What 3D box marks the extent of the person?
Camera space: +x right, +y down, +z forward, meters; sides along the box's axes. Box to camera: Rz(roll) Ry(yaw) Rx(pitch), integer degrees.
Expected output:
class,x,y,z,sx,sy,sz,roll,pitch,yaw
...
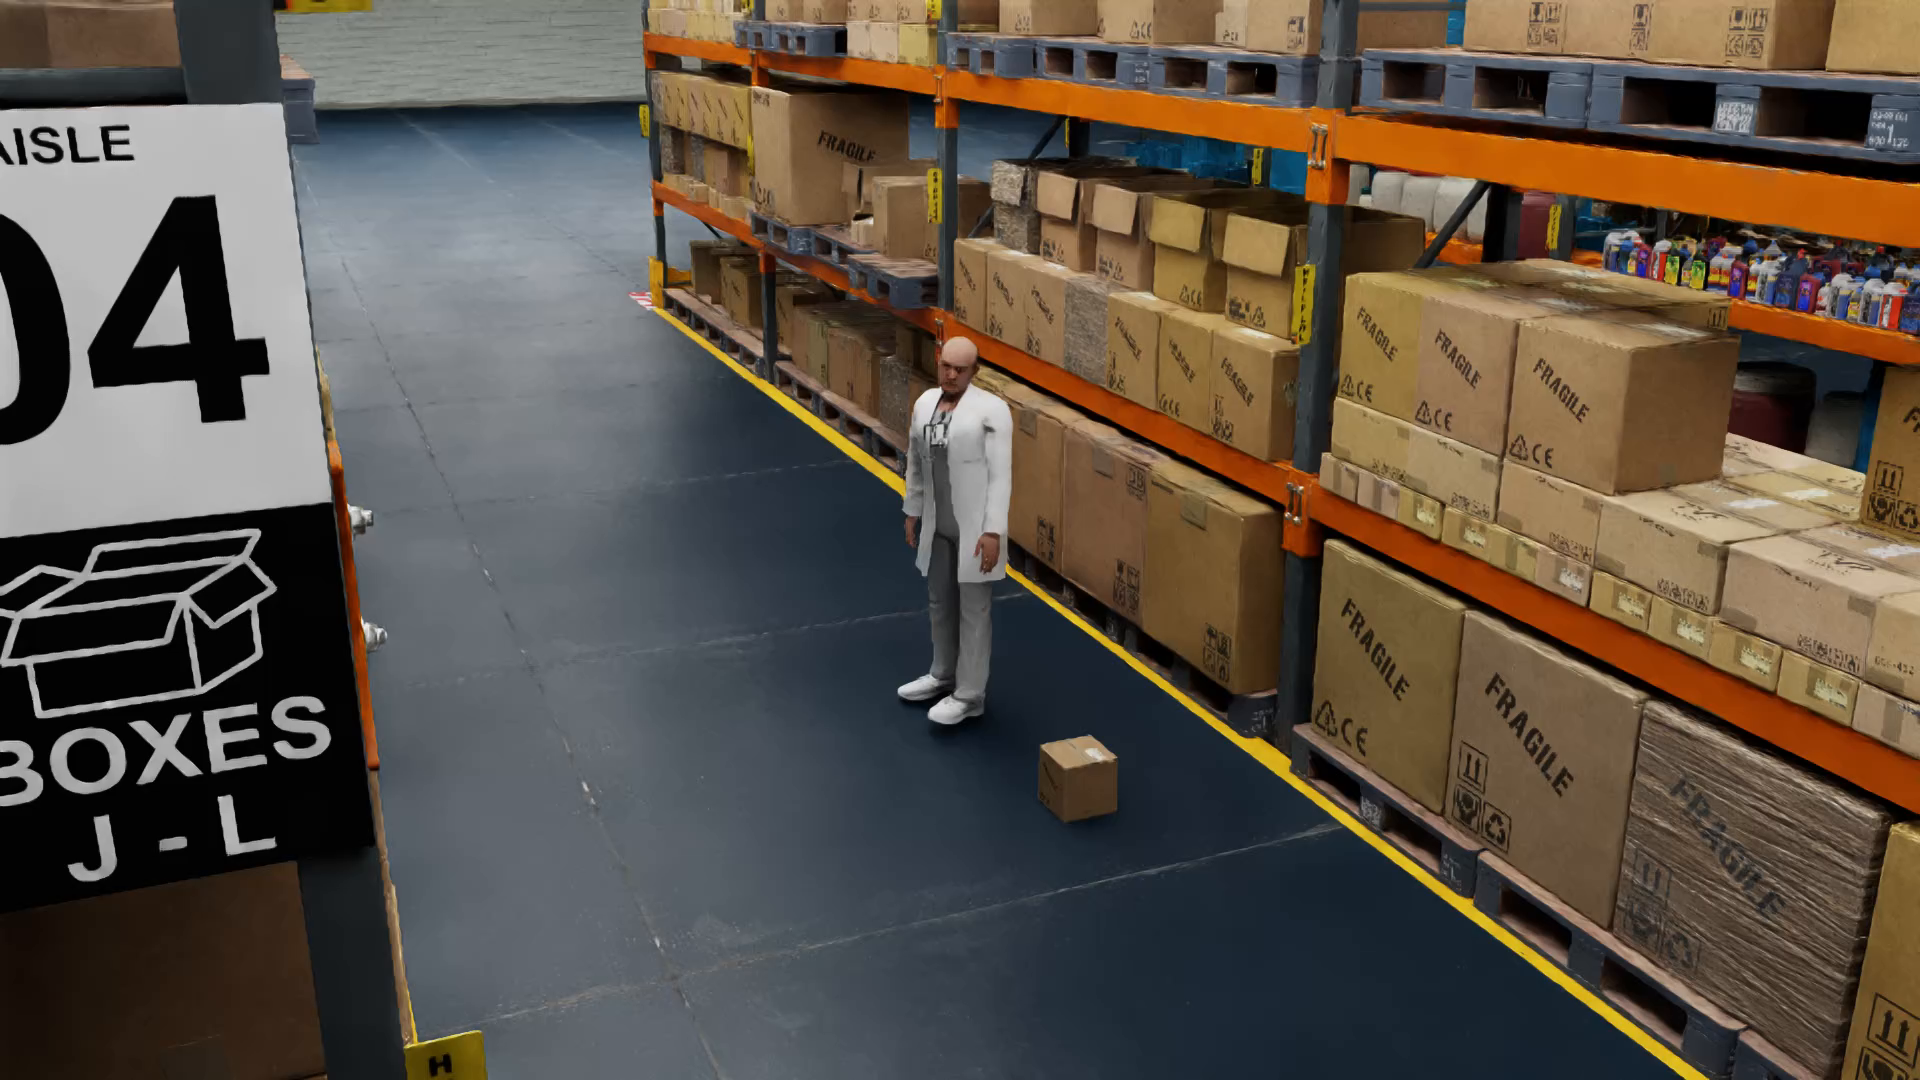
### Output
class,x,y,z,sx,sy,sz,roll,pitch,yaw
person,-0.078,-0.042,7.633,0.662,1.789,0.555,14,23,36
